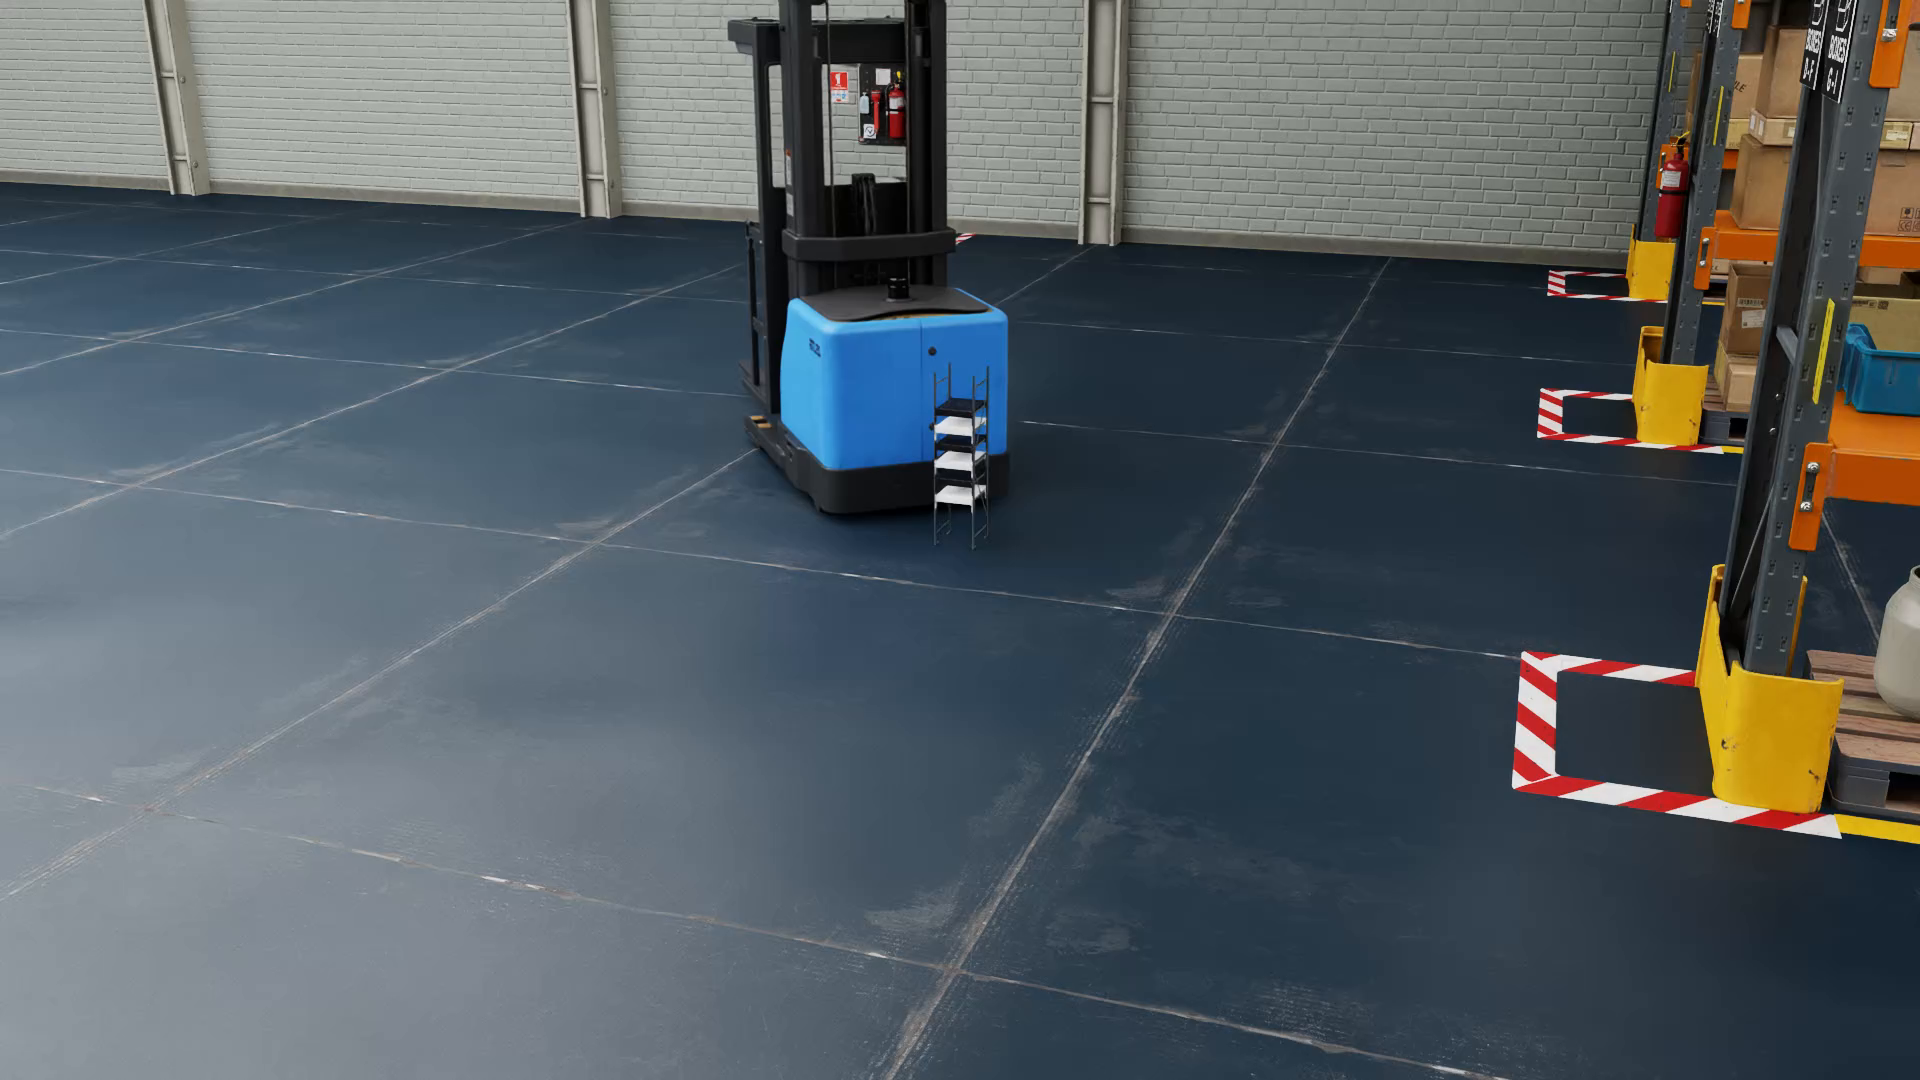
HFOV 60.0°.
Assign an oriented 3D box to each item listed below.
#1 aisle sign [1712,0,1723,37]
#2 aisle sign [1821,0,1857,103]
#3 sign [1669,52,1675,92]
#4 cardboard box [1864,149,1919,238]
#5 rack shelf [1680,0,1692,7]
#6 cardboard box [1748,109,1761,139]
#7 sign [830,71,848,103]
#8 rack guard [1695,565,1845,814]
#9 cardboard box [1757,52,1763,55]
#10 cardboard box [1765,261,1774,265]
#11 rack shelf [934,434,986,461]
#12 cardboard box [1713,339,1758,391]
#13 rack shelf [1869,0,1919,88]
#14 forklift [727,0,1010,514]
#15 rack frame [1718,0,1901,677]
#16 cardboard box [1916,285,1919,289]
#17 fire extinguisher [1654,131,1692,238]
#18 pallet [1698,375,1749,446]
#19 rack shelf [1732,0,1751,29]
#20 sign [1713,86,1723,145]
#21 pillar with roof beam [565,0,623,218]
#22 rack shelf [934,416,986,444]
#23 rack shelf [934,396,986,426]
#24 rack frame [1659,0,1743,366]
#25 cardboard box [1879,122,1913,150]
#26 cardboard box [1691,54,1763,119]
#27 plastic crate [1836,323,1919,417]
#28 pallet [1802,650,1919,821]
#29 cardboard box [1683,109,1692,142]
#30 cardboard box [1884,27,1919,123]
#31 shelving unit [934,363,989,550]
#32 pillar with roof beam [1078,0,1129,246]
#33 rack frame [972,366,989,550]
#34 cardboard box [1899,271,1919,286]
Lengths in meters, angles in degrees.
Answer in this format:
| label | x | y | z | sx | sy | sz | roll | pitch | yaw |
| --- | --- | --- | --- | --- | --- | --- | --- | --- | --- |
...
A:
| label | x | y | z | sx | sy | sz | roll | pitch | yaw |
| --- | --- | --- | --- | --- | --- | --- | --- | --- | --- |
| aisle sign | 4.418 | -3.323 | 9.602 | 0.004 | 0.787 | 0.394 | 7 | 20 | 18 |
| aisle sign | 2.787 | -1.788 | 5.199 | 0.004 | 0.787 | 0.394 | 7 | 20 | 18 |
| sign | 6.025 | -3.964 | 14.076 | 0.005 | 0.325 | 0.100 | 7 | 20 | 18 |
| cardboard box | 5.515 | -2.121 | 9.952 | 0.500 | 0.500 | 0.700 | 7 | 20 | 19 |
| rack shelf | 8.092 | -4.585 | 13.707 | 4.000 | 0.370 | 1.077 | 7 | 20 | 18 |
| cardboard box | 5.004 | -2.555 | 10.211 | 0.250 | 0.149 | 0.380 | 6 | 20 | 17 |
| sign | -1.330 | -4.953 | 18.174 | 0.234 | 0.329 | 0.001 | 7 | 20 | 18 |
| rack guard | 3.039 | 0.530 | 6.295 | 0.348 | 0.500 | 1.175 | 7 | 20 | 18 |
| cardboard box | 7.190 | -3.974 | 14.479 | 0.500 | 0.500 | 0.500 | 7 | 20 | 19 |
| cardboard box | 7.365 | -2.498 | 14.601 | 0.500 | 0.311 | 0.500 | 8 | 21 | 23 |
| rack shelf | 0.008 | -0.478 | 8.407 | 0.200 | 0.077 | 0.258 | 7 | 20 | 18 |
| cardboard box | 5.184 | -1.117 | 10.764 | 0.500 | 0.250 | 0.500 | 7 | 20 | 18 |
| rack shelf | 4.841 | -1.504 | 4.871 | 4.000 | 0.370 | 1.077 | 7 | 20 | 18 |
| forklift | -0.698 | -1.971 | 9.777 | 1.130 | 2.935 | 3.031 | -7 | 20 | -18 |
| rack frame | 2.952 | -0.644 | 5.866 | 0.127 | 3.000 | 1.000 | 7 | 20 | 18 |
| cardboard box | 5.964 | -1.207 | 9.881 | 0.500 | 0.500 | 0.500 | 7 | 20 | 18 |
| fire extinguisher | 4.621 | -2.304 | 10.746 | 0.183 | 0.674 | 0.296 | 7 | 20 | 18 |
| pallet | 5.317 | -0.797 | 10.542 | 1.213 | 0.211 | 1.003 | 7 | 20 | 18 |
| rack shelf | 6.470 | -3.044 | 9.288 | 4.000 | 0.370 | 1.077 | 7 | 20 | 18 |
| sign | 4.393 | -2.458 | 9.634 | 0.005 | 0.325 | 0.100 | 7 | 20 | 18 |
| pillar with roof beam | -5.600 | -6.708 | 14.148 | 0.400 | 9.000 | 9.100 | 7 | 20 | 18 |
| rack shelf | 0.008 | -0.563 | 8.377 | 0.200 | 0.077 | 0.258 | 7 | 20 | 18 |
| rack shelf | 0.008 | -0.648 | 8.348 | 0.200 | 0.077 | 0.258 | 7 | 20 | 18 |
| rack frame | 4.581 | -2.183 | 10.283 | 0.127 | 3.000 | 1.000 | 7 | 20 | 18 |
| cardboard box | 5.366 | -2.373 | 9.688 | 0.250 | 0.149 | 0.380 | 7 | 20 | 18 |
| cardboard box | 6.555 | -3.872 | 14.184 | 0.500 | 0.500 | 0.500 | 7 | 20 | 18 |
| plastic crate | 3.522 | -0.612 | 6.002 | 0.616 | 0.251 | 0.499 | 7 | 20 | 18 |
| pallet | 3.804 | 0.756 | 6.086 | 1.213 | 0.211 | 1.003 | 7 | 20 | 18 |
| cardboard box | 6.708 | -3.672 | 14.752 | 0.500 | 0.250 | 0.500 | 7 | 20 | 19 |
| cardboard box | 5.566 | -2.728 | 9.722 | 0.500 | 0.500 | 0.700 | 6 | 20 | 17 |
| shelving unit | 0.008 | -0.424 | 8.426 | 0.210 | 0.900 | 0.258 | 7 | 20 | 18 |
| pillar with roof beam | 0.067 | -6.060 | 12.289 | 0.400 | 9.000 | 9.100 | 7 | 20 | 18 |
| rack frame | 0.104 | -0.413 | 8.394 | 0.006 | 0.900 | 0.240 | 7 | 20 | 18 |
| cardboard box | 6.134 | -1.369 | 10.345 | 0.500 | 0.500 | 0.500 | 7 | 20 | 18 |
